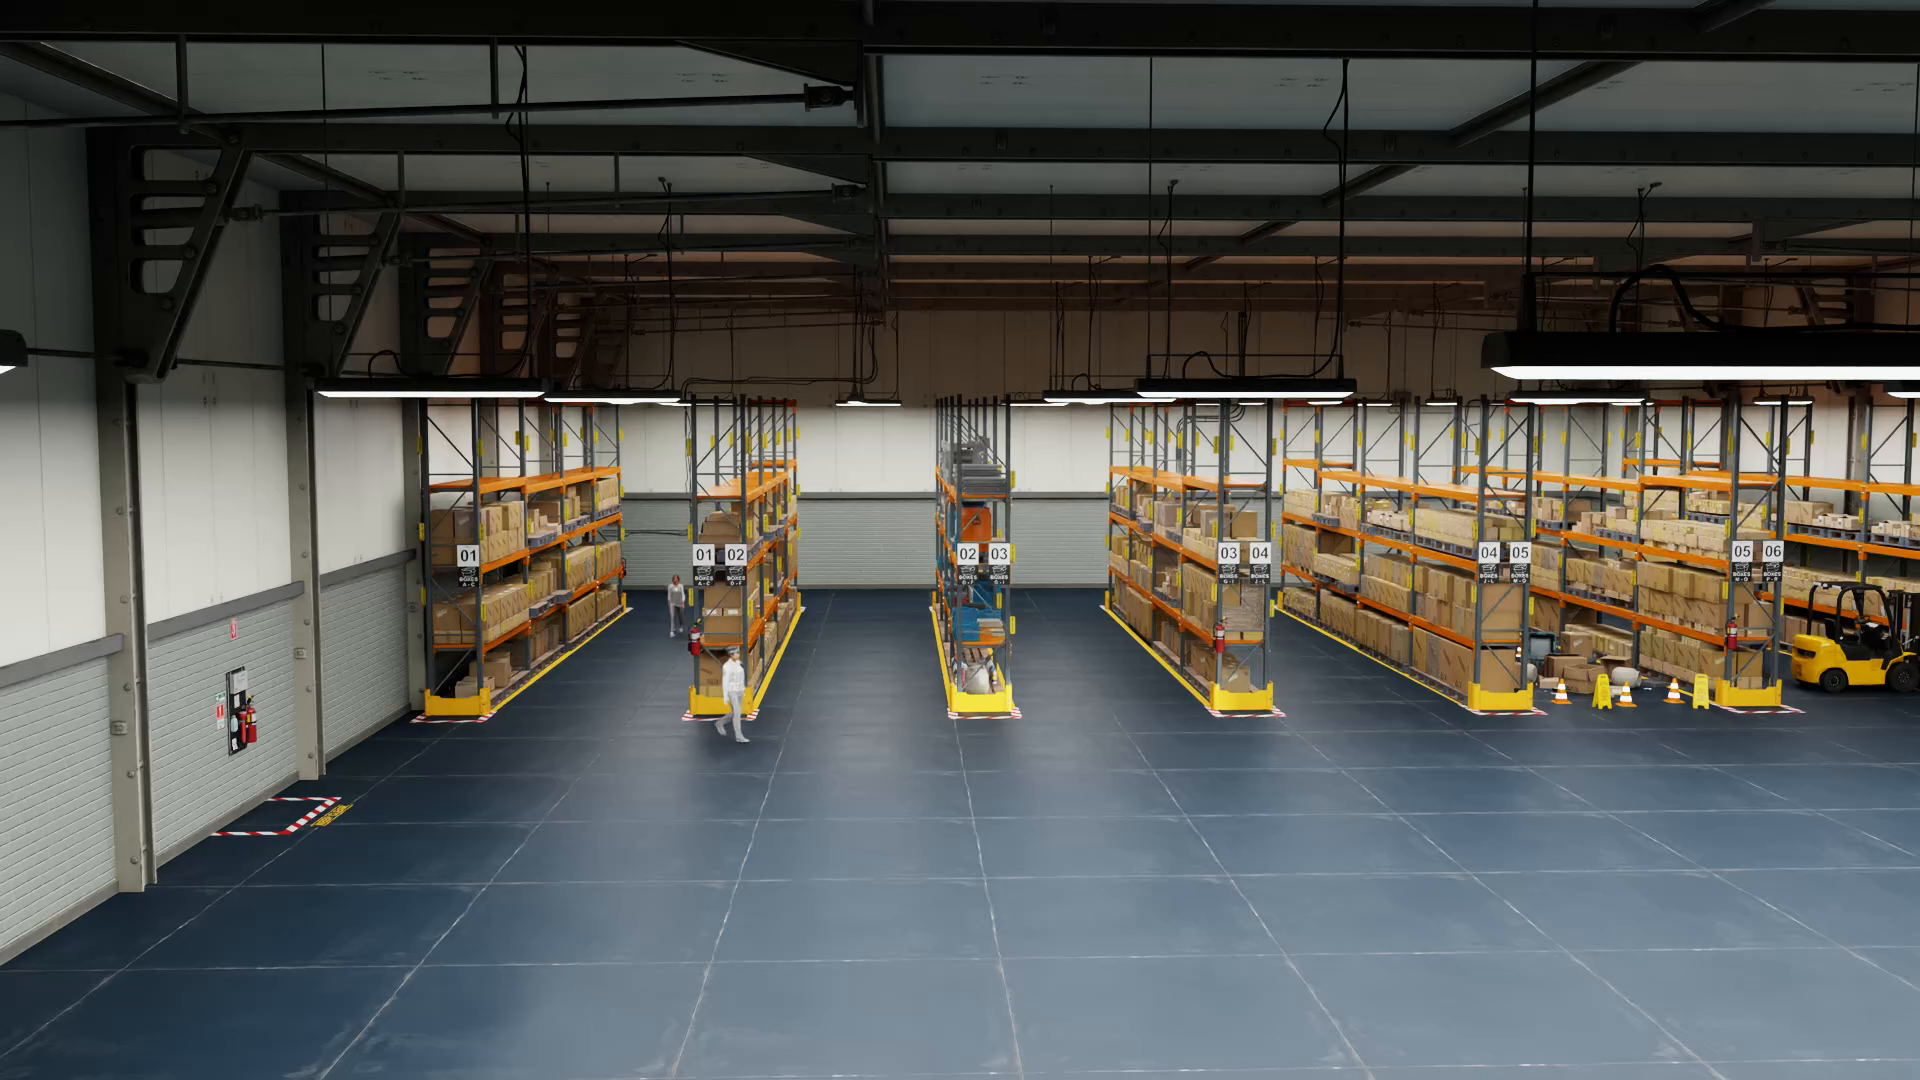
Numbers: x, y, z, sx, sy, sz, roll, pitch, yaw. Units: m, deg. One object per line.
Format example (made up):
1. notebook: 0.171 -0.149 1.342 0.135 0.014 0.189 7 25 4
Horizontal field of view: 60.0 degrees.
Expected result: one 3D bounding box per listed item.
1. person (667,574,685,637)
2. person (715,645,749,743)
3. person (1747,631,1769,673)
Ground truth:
1. person: -7.146 1.648 41.865 0.447 1.512 0.972 0 5 -3
2. person: -3.907 2.625 28.690 0.781 1.650 0.531 2 5 28
3. person: 17.359 2.122 36.107 0.557 1.535 0.749 0 5 -4
